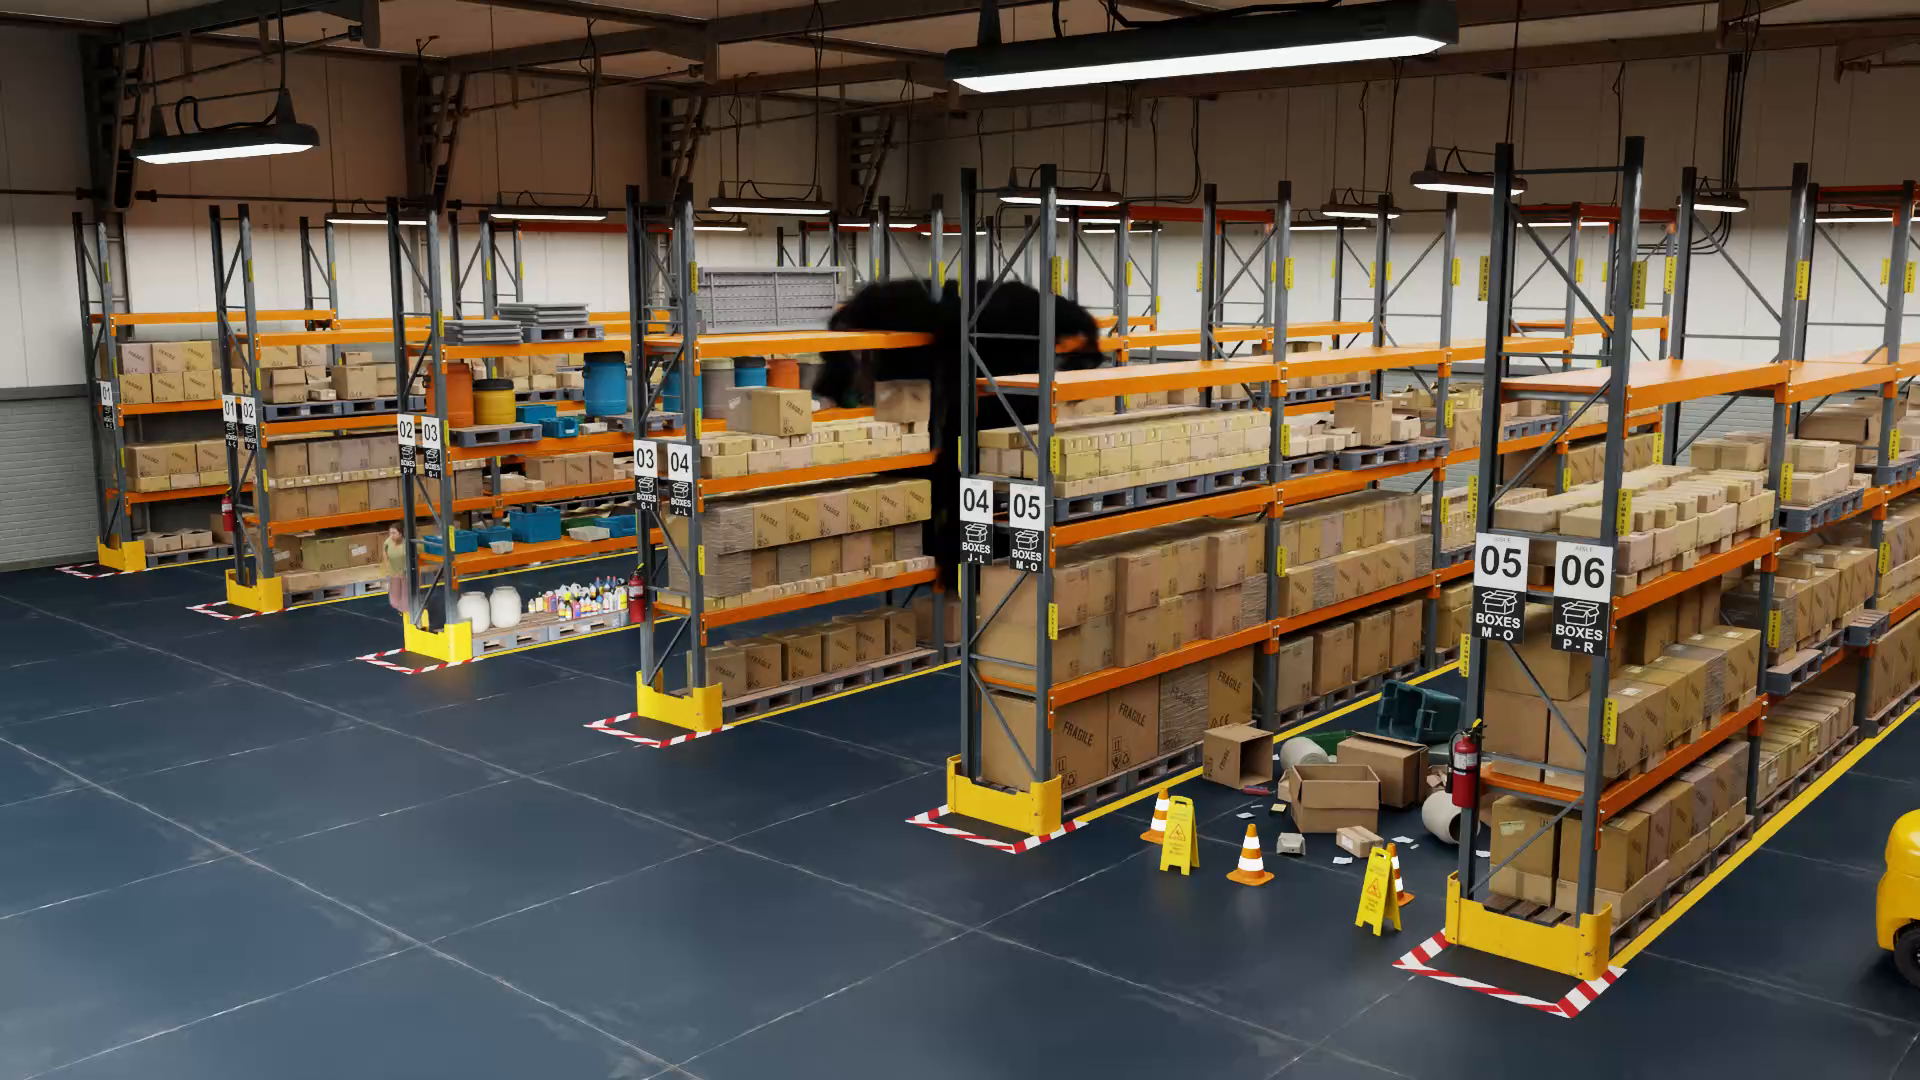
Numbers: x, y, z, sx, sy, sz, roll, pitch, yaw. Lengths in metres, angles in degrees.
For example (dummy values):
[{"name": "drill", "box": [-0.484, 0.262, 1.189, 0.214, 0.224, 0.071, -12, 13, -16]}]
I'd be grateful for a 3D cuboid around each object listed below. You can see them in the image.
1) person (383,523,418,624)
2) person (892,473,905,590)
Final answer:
[{"name": "person", "box": [-7.878, 0.514, 23.428, 0.599, 1.556, 0.608, 2, 10, 10]}, {"name": "person", "box": [-0.940, -0.140, 25.131, 0.714, 1.751, 0.725, 6, 11, 32]}]
